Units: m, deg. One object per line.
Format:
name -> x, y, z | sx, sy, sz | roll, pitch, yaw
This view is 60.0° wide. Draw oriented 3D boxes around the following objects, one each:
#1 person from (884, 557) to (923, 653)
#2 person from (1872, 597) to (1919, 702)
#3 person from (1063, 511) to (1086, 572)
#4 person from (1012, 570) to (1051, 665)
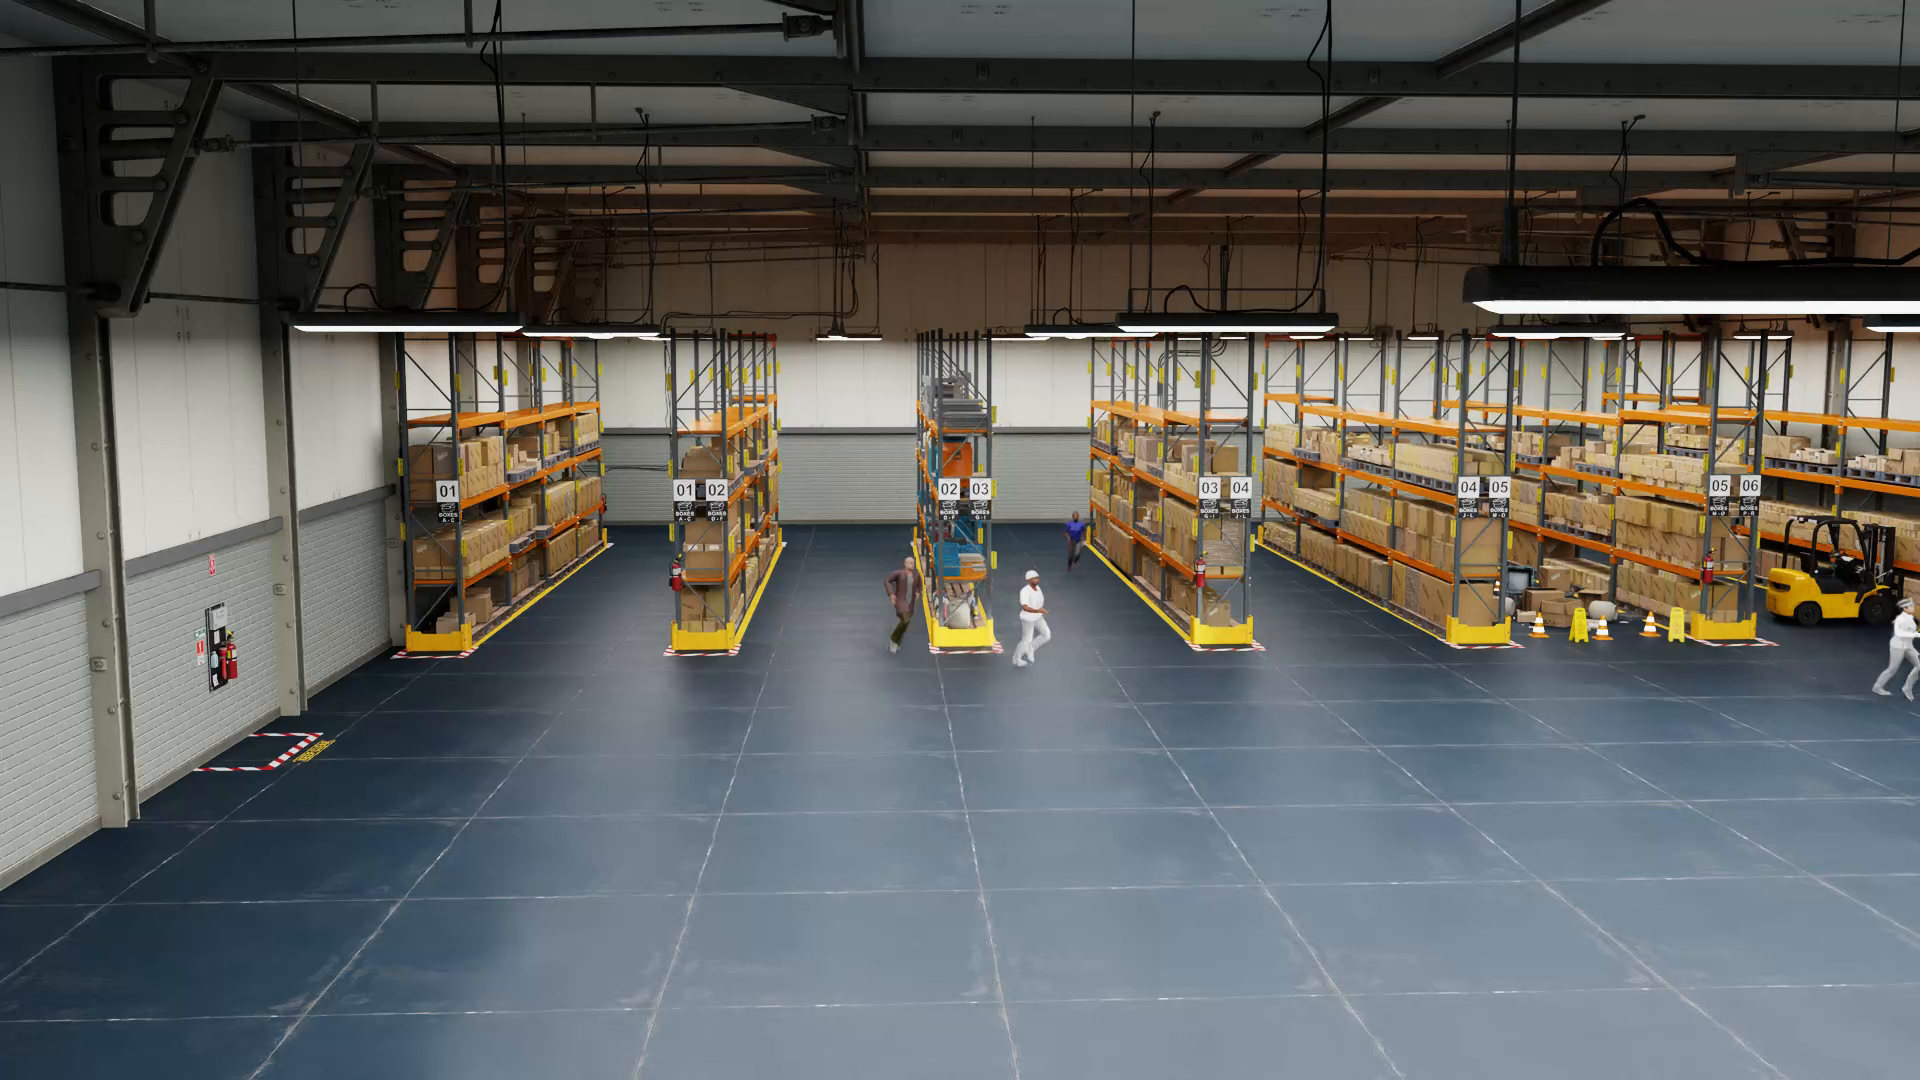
person -> -1.006, 1.308, 31.086 | 0.717, 1.568, 0.678 | -5, 8, -35
person -> 15.101, 1.752, 26.728 | 0.594, 1.714, 0.752 | -5, 8, -37
person -> 2.832, 0.101, 40.978 | 0.546, 1.455, 0.675 | -1, 7, -5
person -> 1.305, 1.379, 29.490 | 0.783, 1.710, 0.719 | 5, 8, 36
